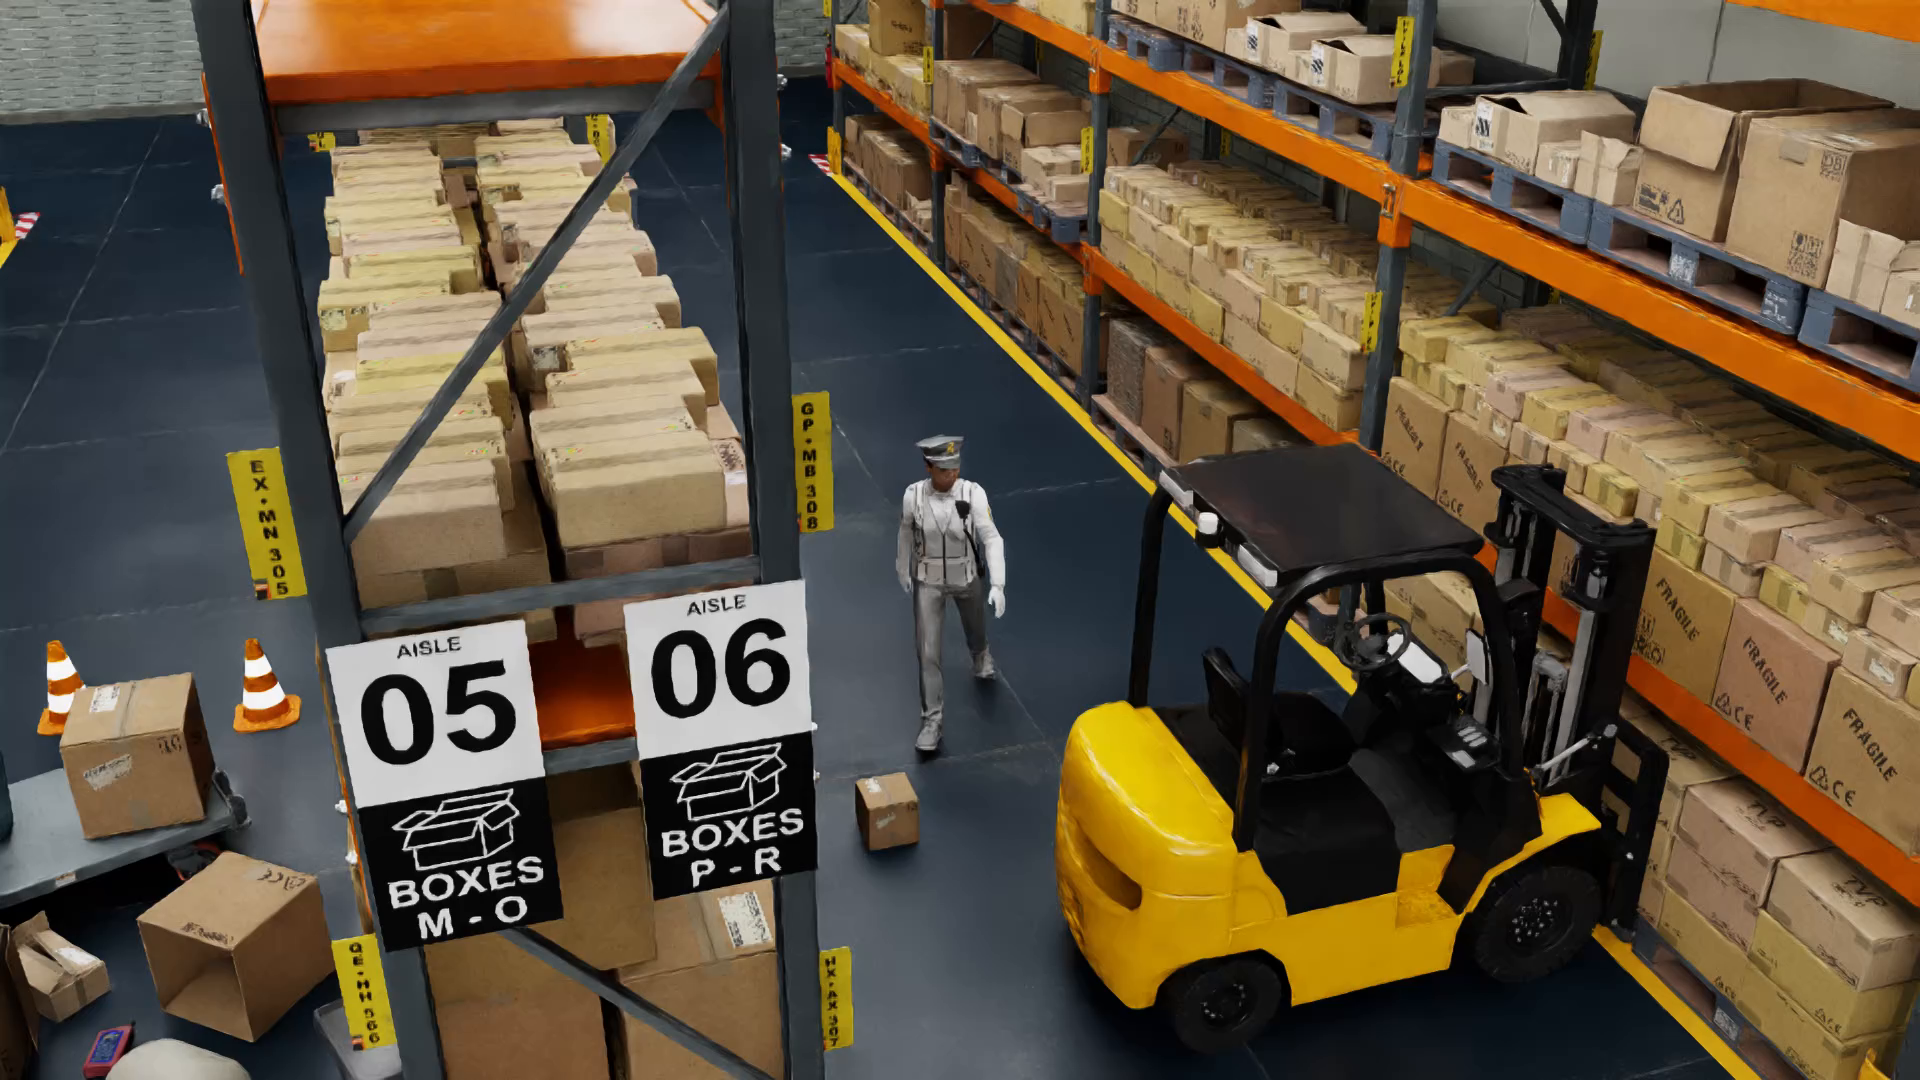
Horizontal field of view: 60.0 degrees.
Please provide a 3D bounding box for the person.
[{"bbox_3d":[-0.051,0.197,8.707,0.591,1.634,1.000,1,27,2],"label":"person"}]
